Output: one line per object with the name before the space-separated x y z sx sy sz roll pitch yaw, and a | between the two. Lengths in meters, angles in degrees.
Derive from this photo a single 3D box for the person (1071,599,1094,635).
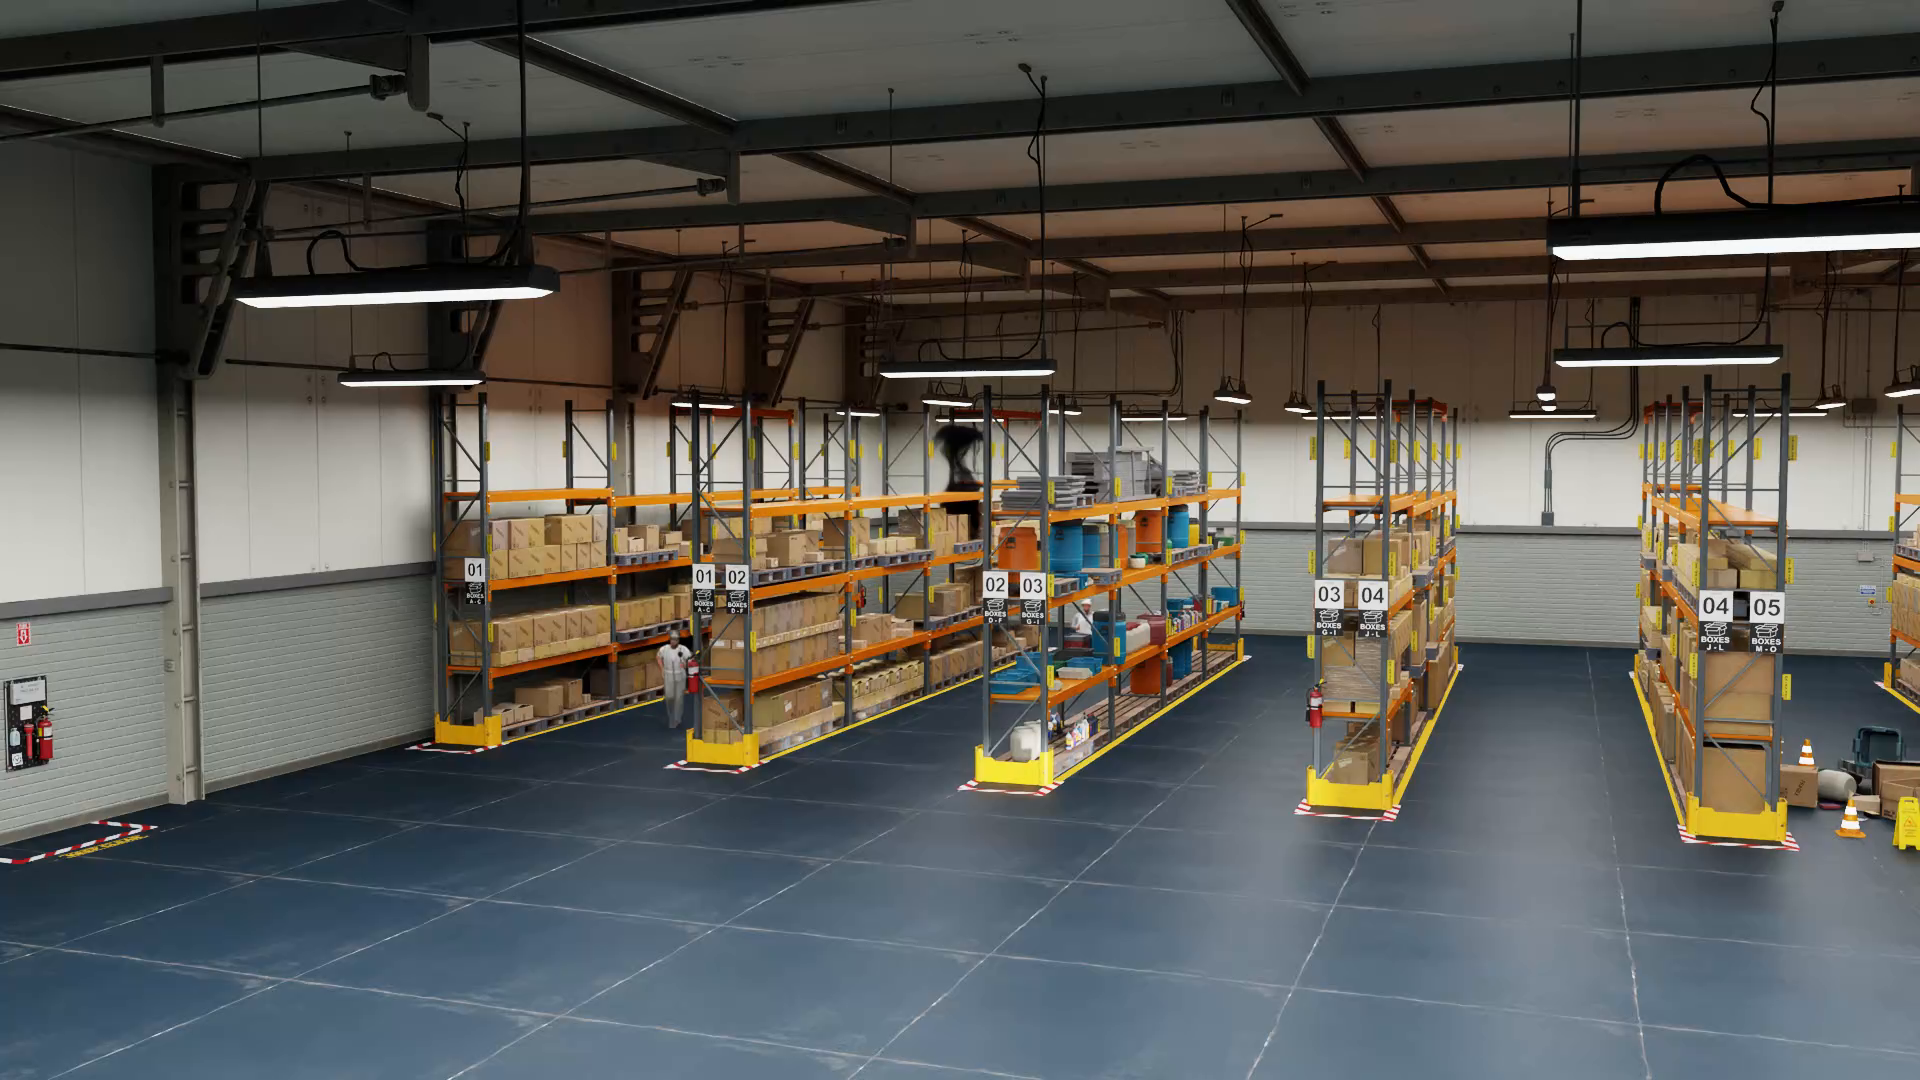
person | 2.742 2.160 36.215 0.663 1.760 0.949 1 3 12

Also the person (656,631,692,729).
person | -5.180 2.540 30.122 0.660 1.823 0.808 0 3 -6
